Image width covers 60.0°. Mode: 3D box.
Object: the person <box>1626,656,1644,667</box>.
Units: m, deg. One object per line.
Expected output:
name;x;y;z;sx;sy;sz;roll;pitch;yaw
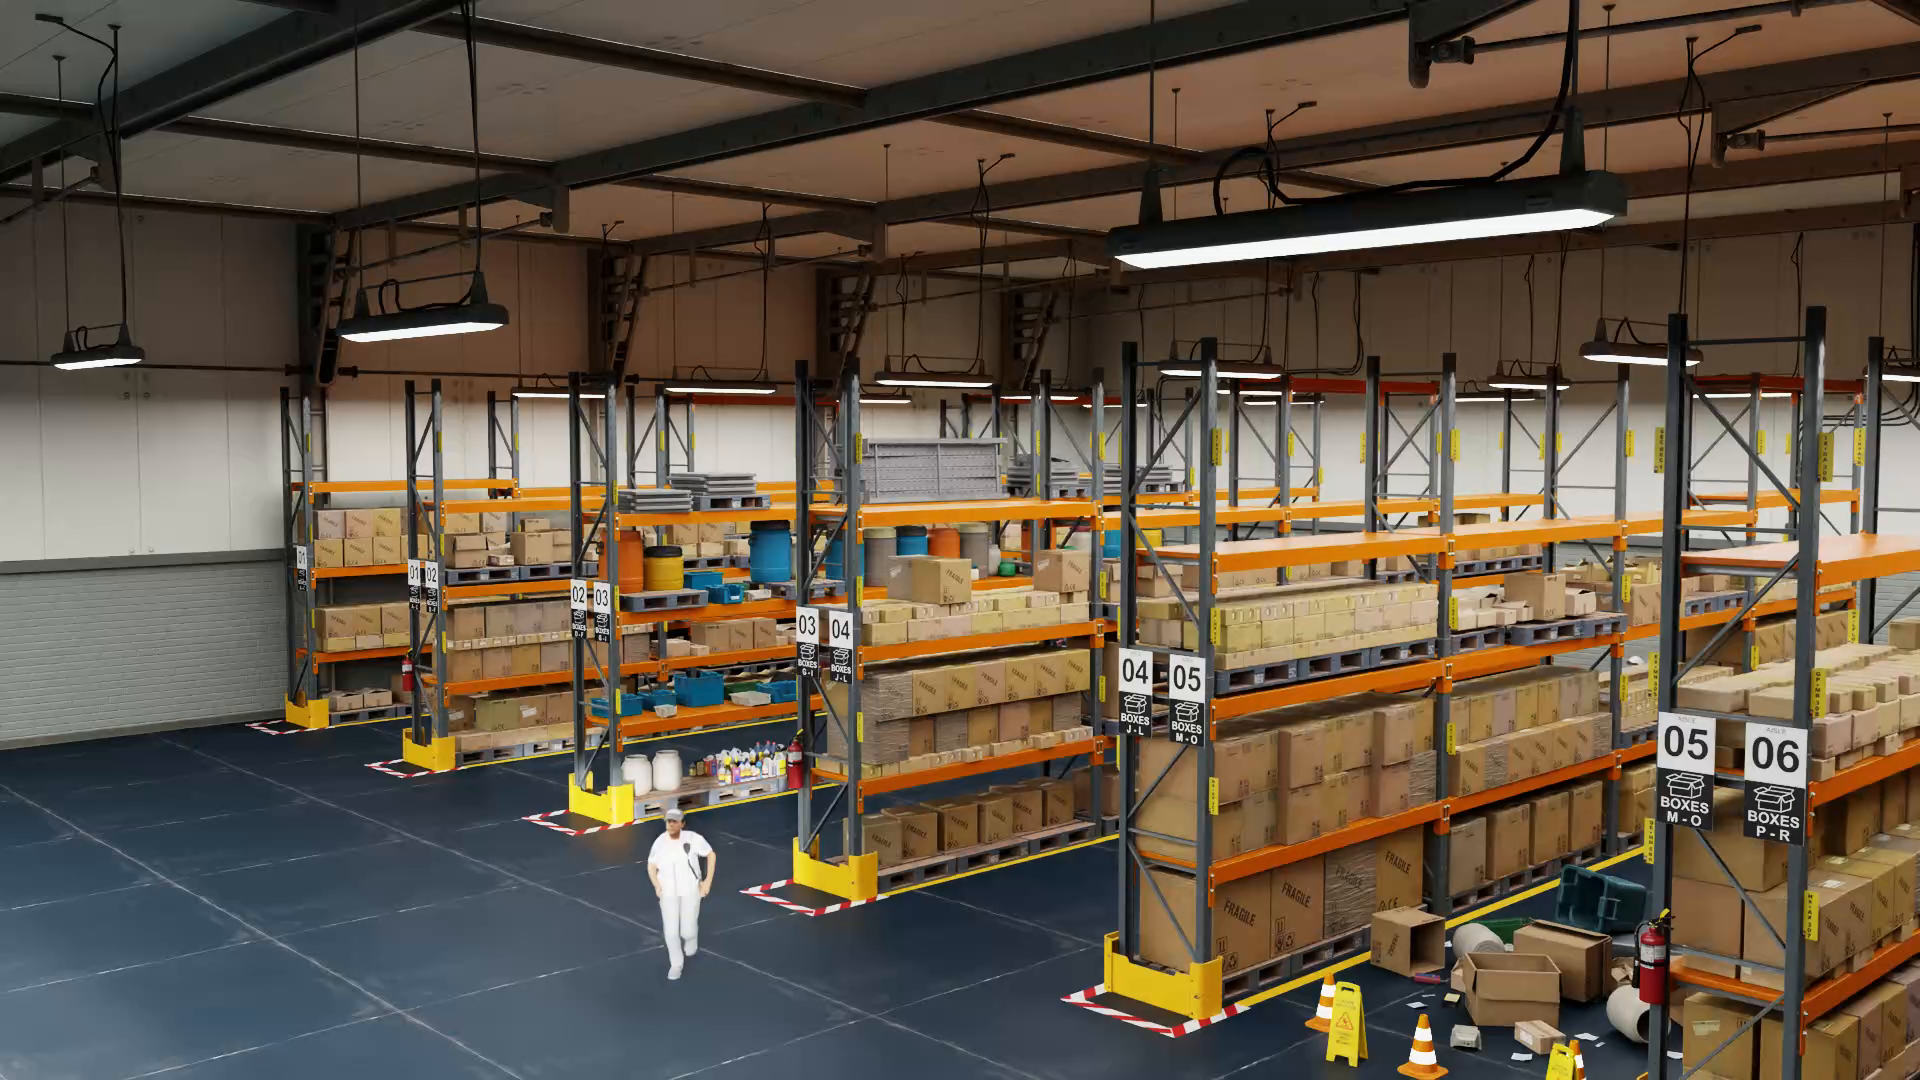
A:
person;10.354;2.658;25.585;0.584;1.741;0.645;-3;5;-39

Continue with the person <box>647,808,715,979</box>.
person;-2.660;3.353;15.815;0.633;1.634;0.596;0;4;3
